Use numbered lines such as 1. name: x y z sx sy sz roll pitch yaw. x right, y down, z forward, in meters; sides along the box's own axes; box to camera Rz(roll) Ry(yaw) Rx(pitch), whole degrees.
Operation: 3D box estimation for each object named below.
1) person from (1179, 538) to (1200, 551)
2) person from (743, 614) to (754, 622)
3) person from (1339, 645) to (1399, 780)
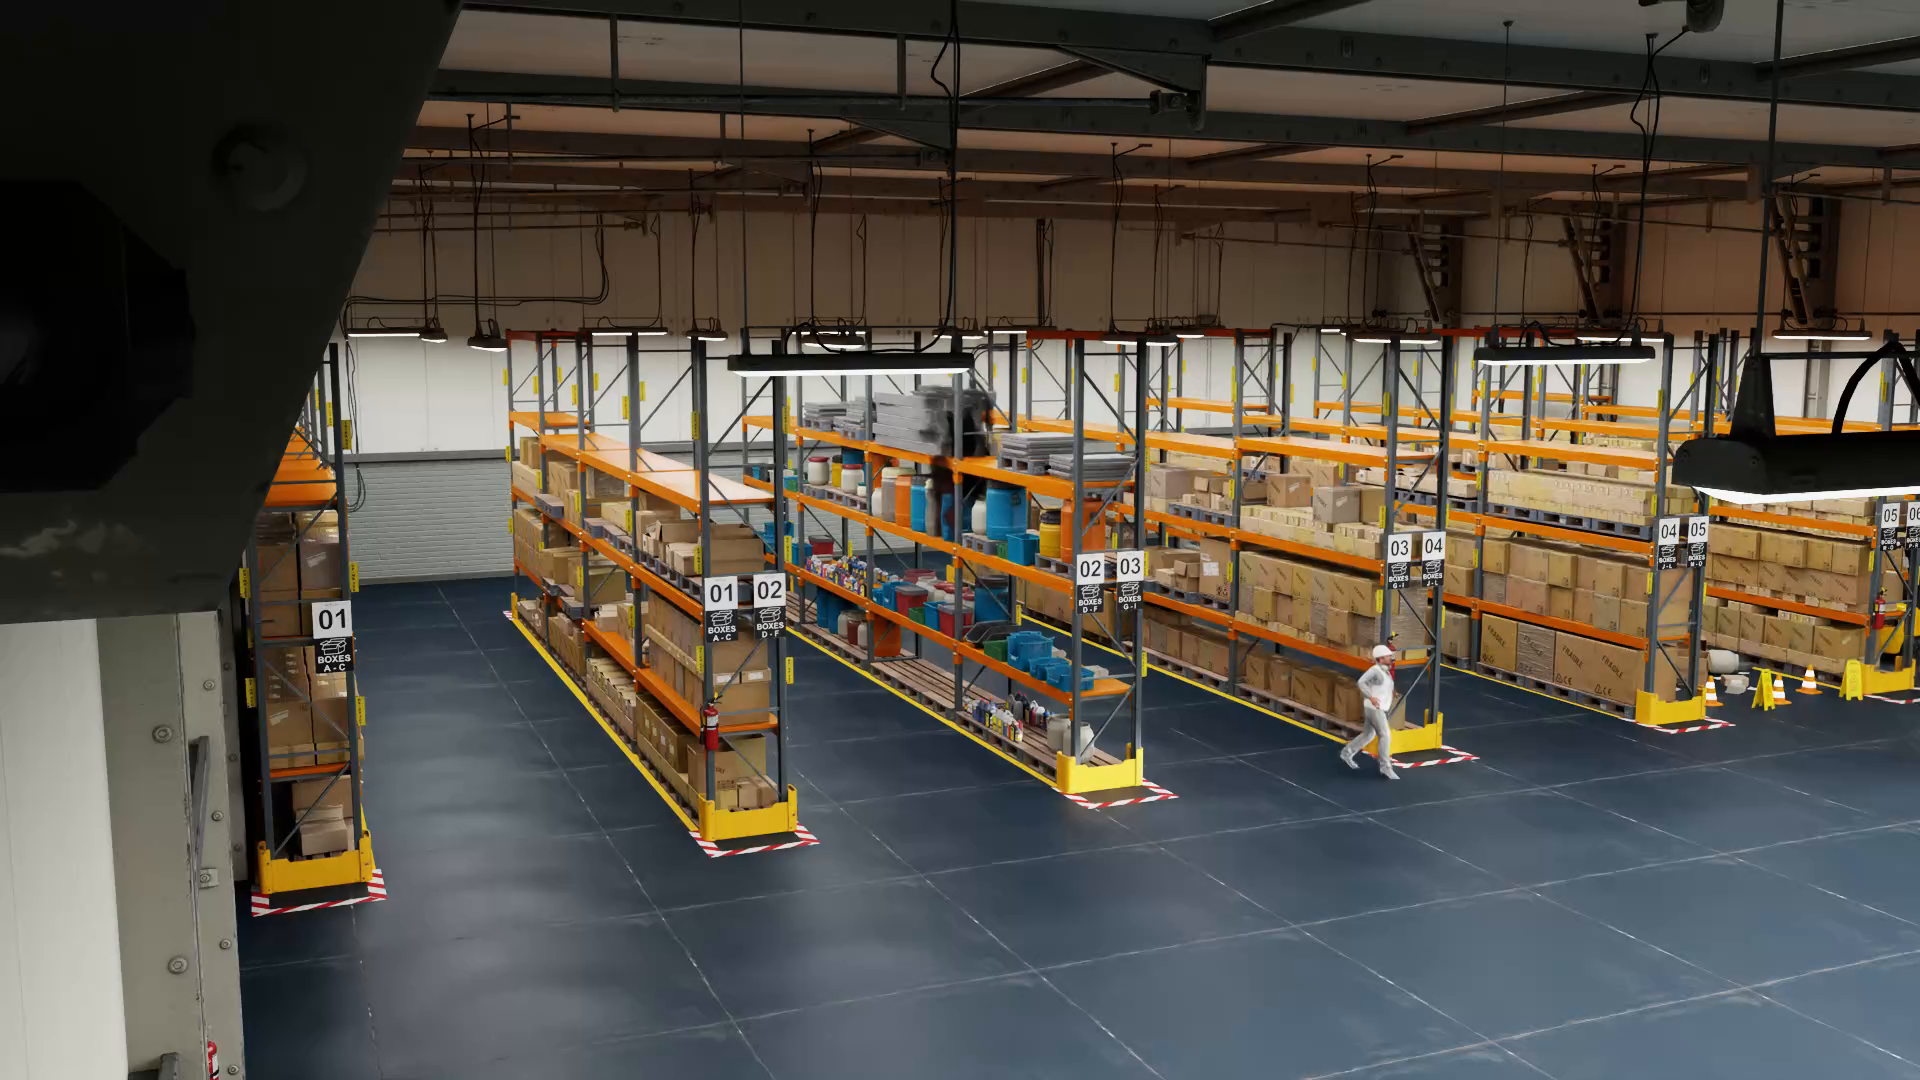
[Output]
1. person: 5.826 -0.274 42.302 0.725 1.758 0.683 -3 8 -20
2. person: -3.967 1.226 31.216 0.714 1.744 0.861 -4 9 -29
3. person: 5.725 2.346 23.032 0.848 1.811 0.656 3 8 24
